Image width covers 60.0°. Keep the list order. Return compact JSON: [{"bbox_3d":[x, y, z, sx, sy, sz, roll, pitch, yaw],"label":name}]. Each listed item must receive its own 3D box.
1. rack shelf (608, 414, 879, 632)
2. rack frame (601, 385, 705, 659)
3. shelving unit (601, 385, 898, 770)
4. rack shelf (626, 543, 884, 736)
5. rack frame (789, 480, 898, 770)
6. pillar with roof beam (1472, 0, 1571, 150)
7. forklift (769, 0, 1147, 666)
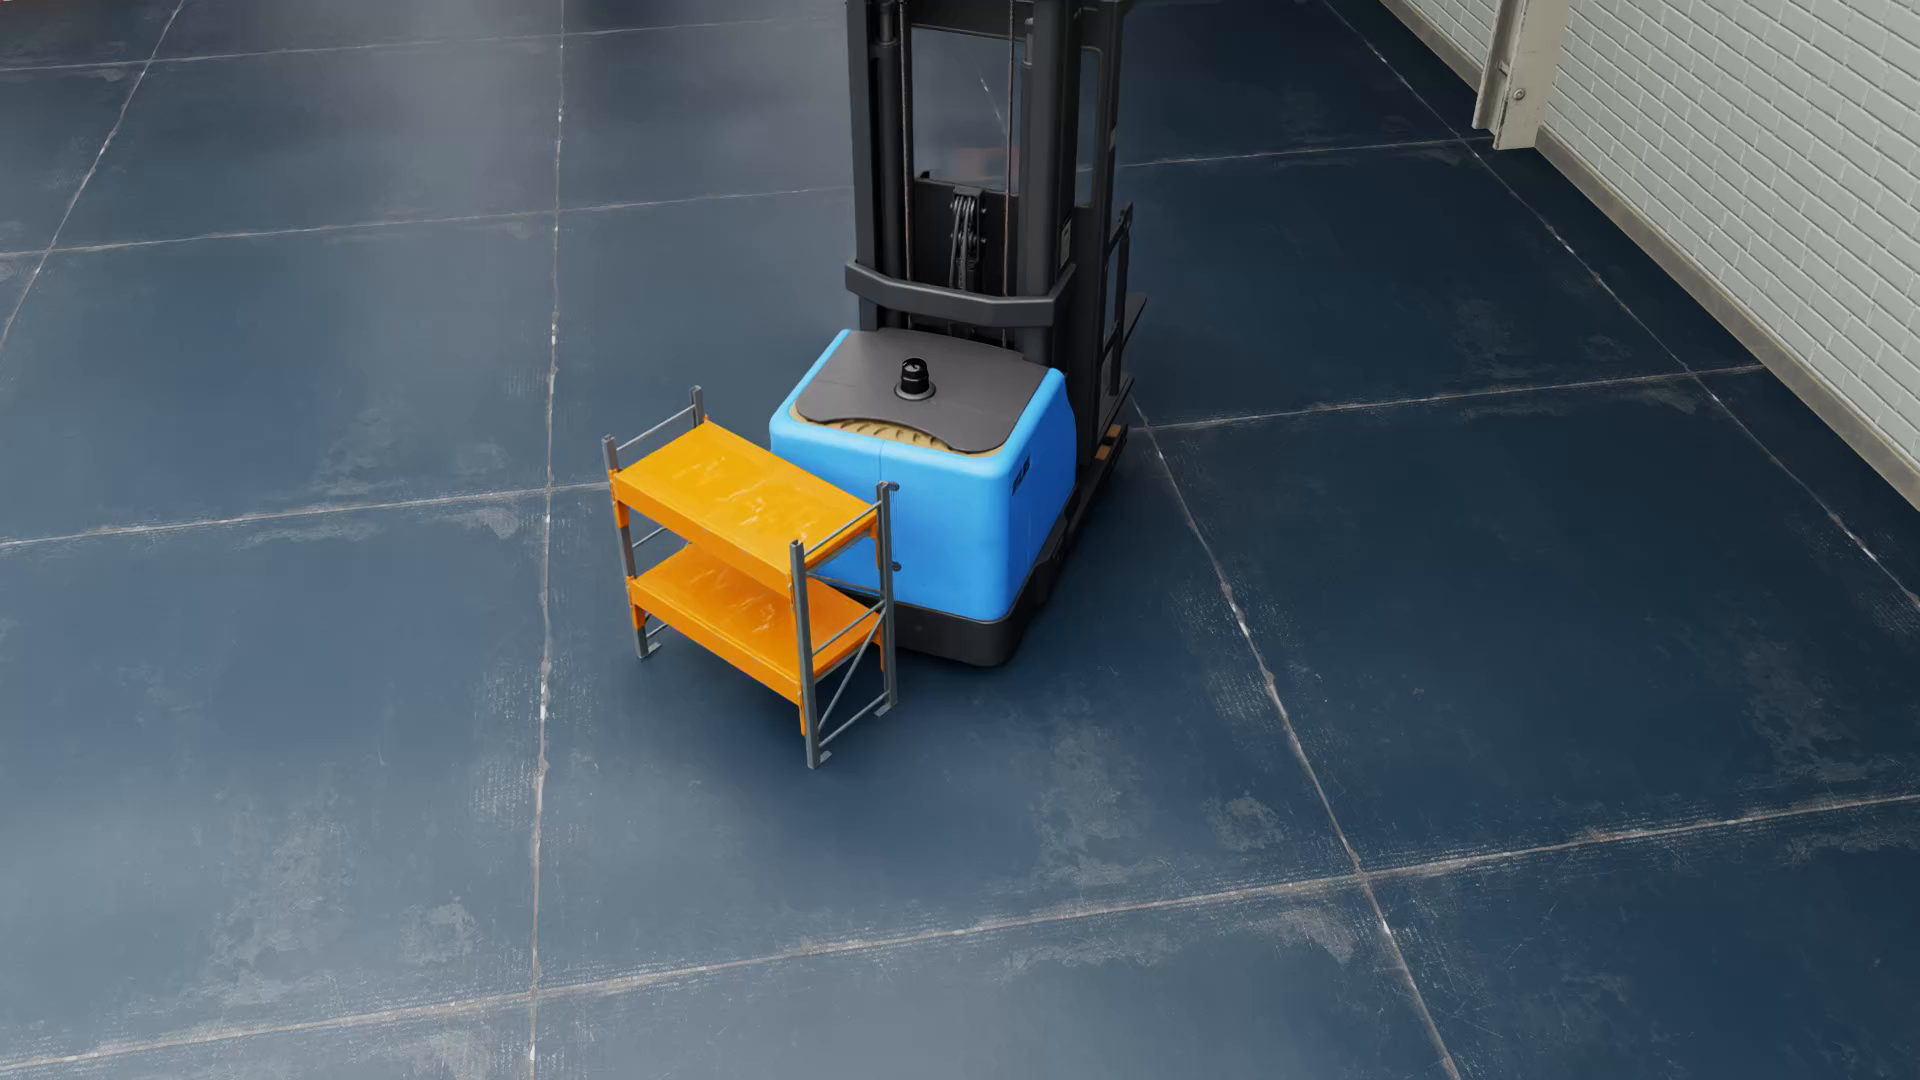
[{"bbox_3d":[-0.823,-0.087,6.466,1.000,0.278,0.538,27,46,31],"label":"rack shelf"},{"bbox_3d":[-1.211,-0.058,6.905,0.032,1.125,0.500,27,46,31],"label":"rack frame"},{"bbox_3d":[-0.822,0.143,6.646,1.048,1.125,0.538,27,46,31],"label":"shelving unit"},{"bbox_3d":[-0.821,0.335,6.797,1.000,0.278,0.538,27,46,31],"label":"rack shelf"},{"bbox_3d":[-0.433,0.344,6.388,0.032,1.125,0.500,27,46,31],"label":"rack frame"},{"bbox_3d":[-0.543,-5.832,7.922,9.100,9.000,0.400,-6,38,-8],"label":"pillar with roof beam"},{"bbox_3d":[0.195,-1.536,7.338,1.130,2.935,3.031,12,40,15],"label":"forklift"}]
